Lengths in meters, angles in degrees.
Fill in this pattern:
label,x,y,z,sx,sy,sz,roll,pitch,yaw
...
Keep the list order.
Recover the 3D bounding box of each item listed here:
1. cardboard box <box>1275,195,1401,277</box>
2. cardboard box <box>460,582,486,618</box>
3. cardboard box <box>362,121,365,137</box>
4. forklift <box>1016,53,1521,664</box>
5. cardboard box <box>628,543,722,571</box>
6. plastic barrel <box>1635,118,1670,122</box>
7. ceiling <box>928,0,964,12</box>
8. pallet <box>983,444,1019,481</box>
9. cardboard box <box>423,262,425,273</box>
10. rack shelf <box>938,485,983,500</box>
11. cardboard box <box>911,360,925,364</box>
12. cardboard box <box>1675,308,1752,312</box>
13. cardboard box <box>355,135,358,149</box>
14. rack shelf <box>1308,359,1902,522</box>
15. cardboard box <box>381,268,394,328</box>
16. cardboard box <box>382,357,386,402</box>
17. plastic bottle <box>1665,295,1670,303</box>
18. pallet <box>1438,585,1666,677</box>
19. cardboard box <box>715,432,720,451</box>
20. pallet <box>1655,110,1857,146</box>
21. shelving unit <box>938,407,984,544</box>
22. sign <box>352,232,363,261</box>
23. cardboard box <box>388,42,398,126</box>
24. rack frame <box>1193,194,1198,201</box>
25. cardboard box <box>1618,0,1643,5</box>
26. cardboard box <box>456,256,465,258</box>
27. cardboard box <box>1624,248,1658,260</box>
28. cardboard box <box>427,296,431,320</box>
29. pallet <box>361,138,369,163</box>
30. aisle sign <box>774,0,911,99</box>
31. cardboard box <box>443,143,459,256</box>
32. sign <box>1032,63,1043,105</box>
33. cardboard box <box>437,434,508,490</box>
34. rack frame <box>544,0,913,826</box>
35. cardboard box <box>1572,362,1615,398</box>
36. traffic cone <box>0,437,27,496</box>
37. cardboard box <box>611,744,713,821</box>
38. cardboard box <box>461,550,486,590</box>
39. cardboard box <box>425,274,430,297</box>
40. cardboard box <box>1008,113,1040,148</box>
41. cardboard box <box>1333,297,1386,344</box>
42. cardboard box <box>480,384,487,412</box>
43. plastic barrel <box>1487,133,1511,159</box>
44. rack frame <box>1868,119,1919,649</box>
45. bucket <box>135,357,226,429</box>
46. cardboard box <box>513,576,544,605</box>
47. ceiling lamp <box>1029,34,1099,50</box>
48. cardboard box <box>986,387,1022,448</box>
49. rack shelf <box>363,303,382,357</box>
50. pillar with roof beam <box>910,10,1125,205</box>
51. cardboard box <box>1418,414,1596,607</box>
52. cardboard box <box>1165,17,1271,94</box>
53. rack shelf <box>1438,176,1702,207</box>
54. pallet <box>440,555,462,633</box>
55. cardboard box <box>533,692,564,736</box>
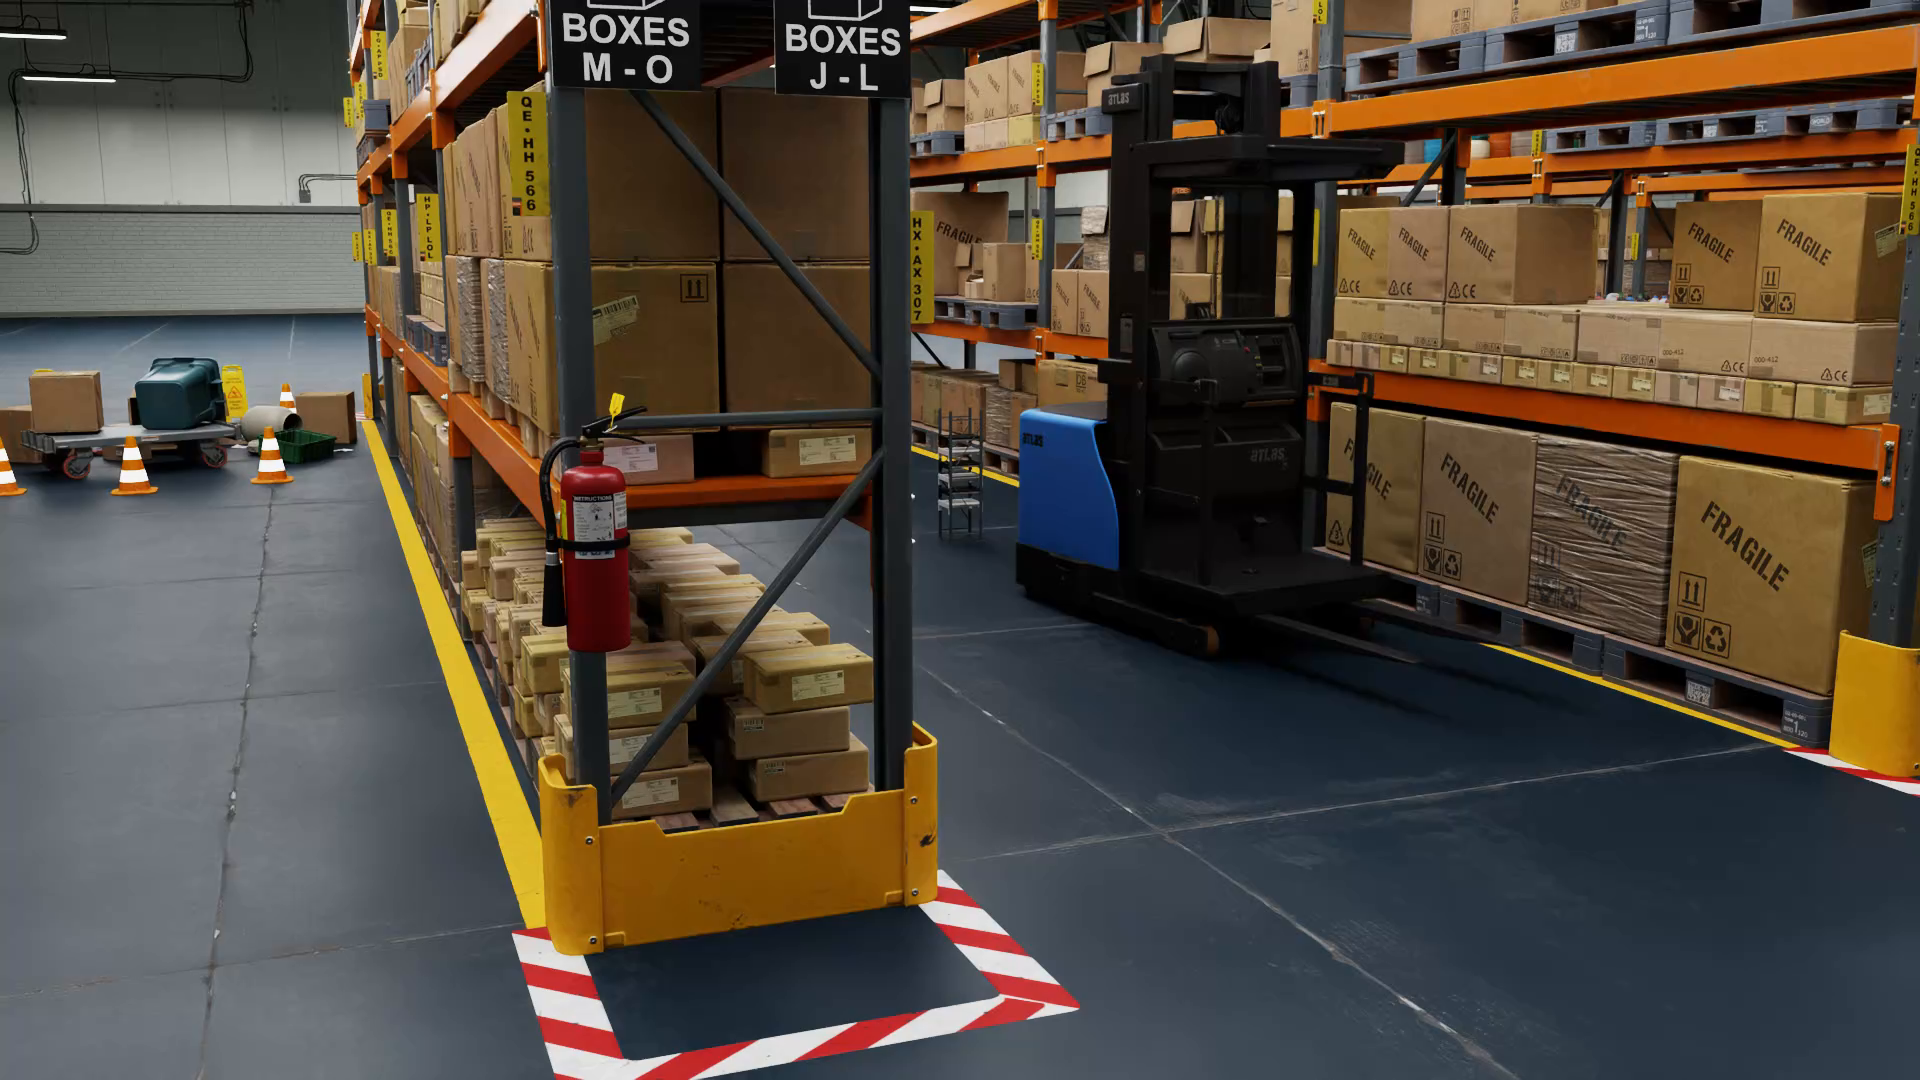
label,x,y,z,sx,sy,sz,roll,pitch,yaw
cardboard box,2.341,-1.937,10.595,0.797,0.503,0.637,-4,11,-22
cardboard box,-2.247,0.285,8.196,0.380,0.149,0.250,-4,11,-23
cardboard box,-5.776,-4.112,16.639,0.380,0.149,0.250,-4,11,-20
forklift,1.491,-0.953,8.407,1.130,2.935,3.031,-6,12,-29
cardboard box,-1.276,0.119,7.431,0.380,0.149,0.250,-4,11,-24
plastic barrel,5.917,-3.677,14.206,0.294,0.245,0.294,0,10,0
ceiling,1.170,-16.337,51.872,6.000,0.001,6.000,-4,11,-21
pallet,0.849,-0.698,14.741,1.003,0.211,1.213,-4,11,-21
cardboard box,-3.442,-1.889,11.297,0.380,0.149,0.250,-4,11,-22
rack shelf,0.003,-0.320,11.355,0.258,0.077,0.200,-4,11,-21
cardboard box,-0.641,-1.733,18.536,0.500,0.500,0.500,0,10,-3
cardboard box,3.734,-0.972,7.899,0.500,0.250,0.500,-4,11,-23
cardboard box,-6.602,-4.483,18.728,0.380,0.149,0.250,-4,11,-20
rack shelf,3.305,-0.610,8.336,1.077,0.370,4.000,-4,11,-21
cardboard box,-4.676,-2.080,14.263,0.500,0.500,0.500,-4,11,-21
cardboard box,-6.120,-2.005,18.994,0.875,0.875,0.875,-4,11,-21
plastic bottle,5.979,-1.917,13.967,0.061,0.283,0.133,-4,11,-21
pallet,3.229,0.411,8.506,1.003,0.211,1.213,-4,11,-21
cardboard box,-0.620,-0.375,5.682,0.380,0.149,0.250,-4,11,-23
pallet,6.408,-3.295,13.354,1.003,0.211,1.213,-4,11,-21
shelving unit,0.003,-0.442,11.334,0.258,0.900,0.210,-4,11,-21
sign,-6.947,-3.382,19.168,0.100,0.325,0.005,-4,11,-21
cardboard box,-3.570,-3.061,11.212,0.500,0.500,0.500,-4,11,-21
rack frame,2.848,-3.563,22.887,1.000,3.000,0.127,-4,11,-21
cardboard box,3.467,-2.682,7.596,0.700,0.500,0.500,-5,11,-25
cardboard box,-1.949,-1.011,7.401,0.500,0.500,0.500,-4,11,-21
cardboard box,8.617,-3.624,21.088,0.380,0.149,0.250,-4,11,-21
cardboard box,-3.359,-1.554,11.111,0.380,0.149,0.250,-3,11,-18
pallet,-5.703,-4.064,17.390,1.003,0.211,1.213,-4,11,-21
aisle sign,-0.324,-1.626,4.574,0.394,0.787,0.004,-4,11,-21
cardboard box,-2.143,-1.591,7.808,0.500,0.500,0.500,-4,11,-20
sign,0.624,-3.640,13.279,0.100,0.325,0.005,-4,11,-21
cardboard box,-2.585,-0.443,9.141,0.500,0.250,0.500,-4,11,-22
rack frame,-0.630,-0.339,4.761,1.000,3.000,0.127,-4,11,-21
cardboard box,3.128,-0.760,7.844,0.380,0.149,0.250,-4,11,-21
traffic cone,-7.801,-0.605,13.498,0.336,0.463,0.334,-4,11,-21
cardboard box,-1.015,0.785,5.383,0.380,0.149,0.250,-4,11,-20
cardboard box,-2.246,0.138,8.172,0.380,0.149,0.250,-3,11,-18
cardboard box,-3.341,-1.695,11.054,0.380,0.149,0.250,-4,11,-23
cardboard box,0.730,-3.408,13.878,0.500,0.250,0.500,-4,11,-21
cardboard box,2.506,-1.270,9.571,0.500,0.250,0.500,-4,11,-22
cardboard box,-1.850,-0.634,7.134,0.380,0.149,0.250,-4,11,-20
plastic barrel,5.415,-4.200,16.677,0.600,0.830,0.708,-4,11,-21
rack frame,4.030,-0.637,6.438,1.000,3.000,0.127,-4,11,-21
bucket,-7.176,-1.310,15.229,0.726,0.611,0.620,0,20,-1
cardboard box,-1.605,0.238,6.759,0.380,0.149,0.250,-4,11,-21
ceiling lamp,2.348,-12.424,38.905,2.000,3.185,0.800,-4,11,-21
cardboard box,0.656,-1.127,15.072,0.700,0.500,0.500,-5,11,-26
rack shelf,-5.703,-2.270,17.671,1.077,0.370,4.000,-4,11,-21
pillar with roof beam,0.432,-10.731,46.050,9.100,9.000,0.548,-4,11,-21
cardboard box,3.071,-0.191,8.798,0.875,0.875,0.875,-4,11,-21
cardboard box,1.891,-3.345,11.604,0.797,0.503,0.637,-4,11,-22
rack shelf,8.191,-4.673,22.616,1.077,0.370,4.000,-4,11,-21
pallet,-2.363,0.254,9.390,1.003,0.211,1.213,-4,11,-21
cardboard box,-1.277,0.559,5.807,0.380,0.149,0.250,-4,11,-23
